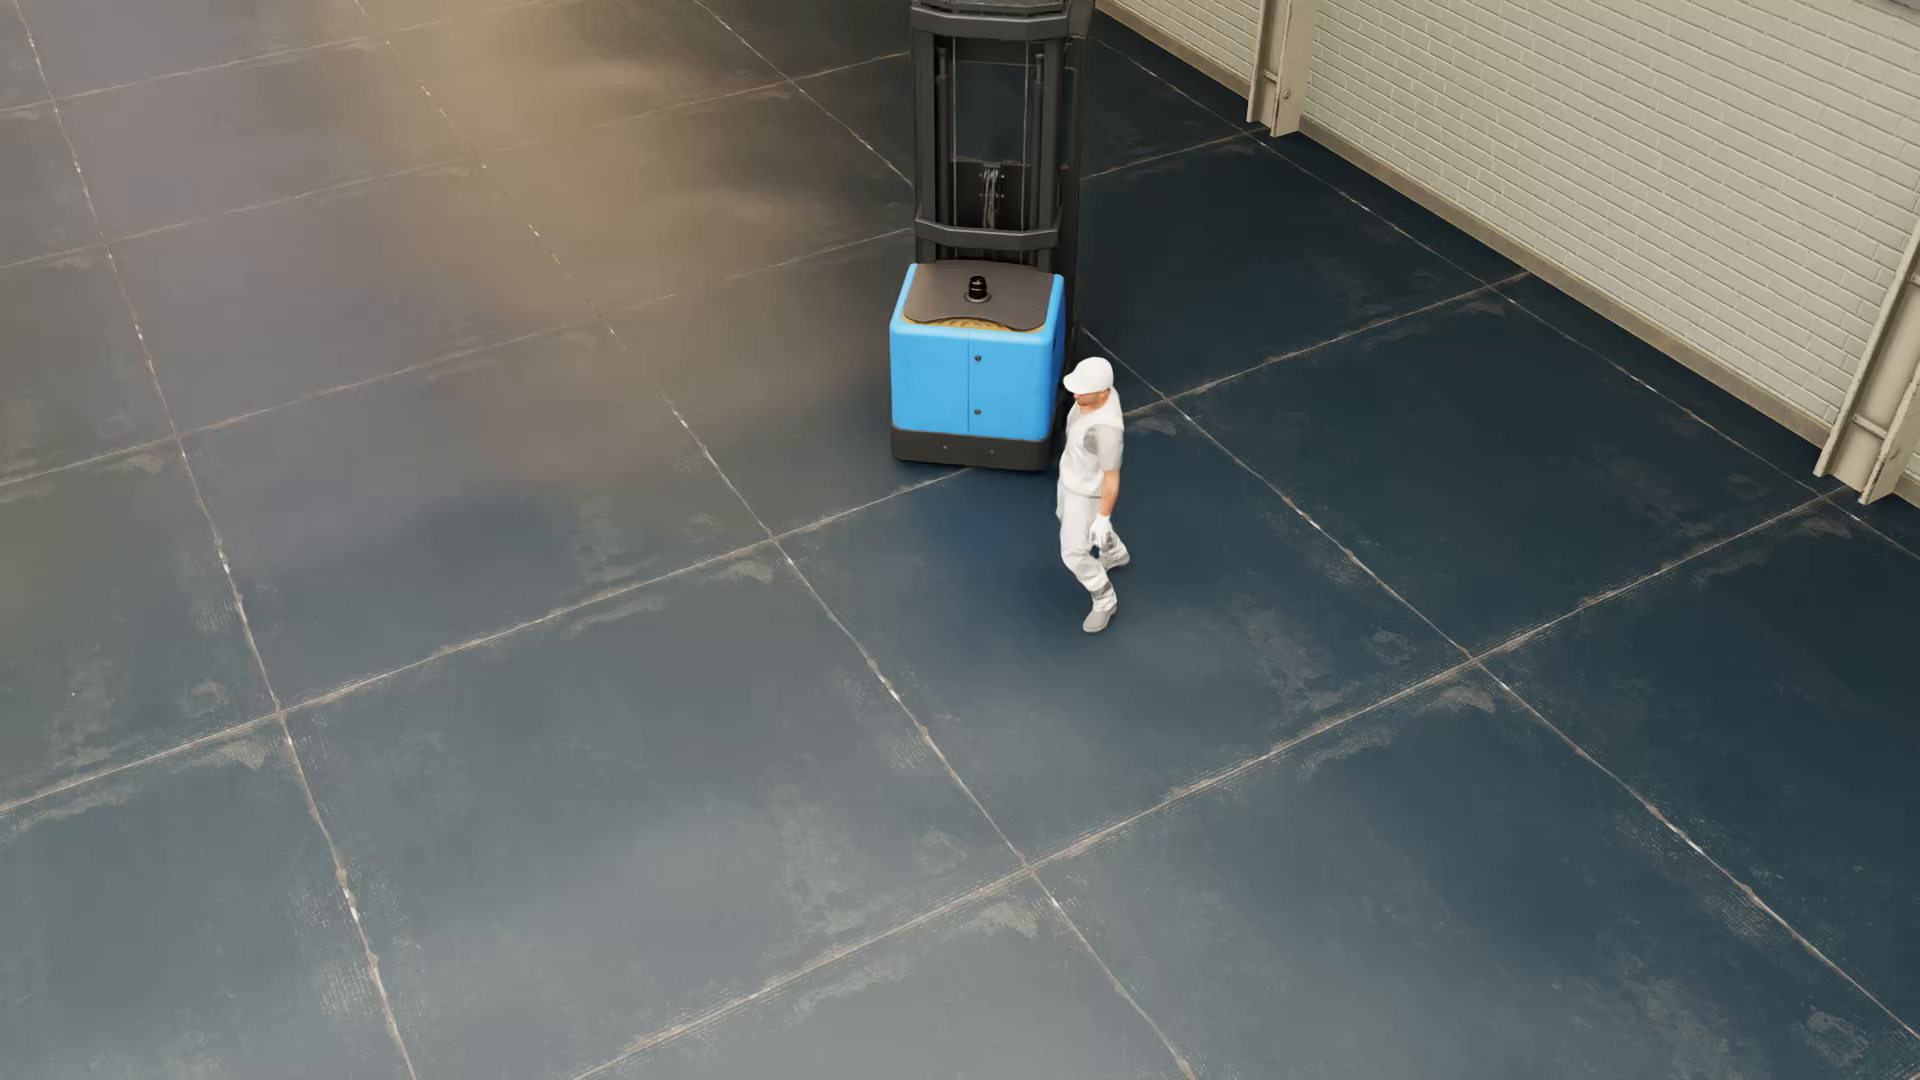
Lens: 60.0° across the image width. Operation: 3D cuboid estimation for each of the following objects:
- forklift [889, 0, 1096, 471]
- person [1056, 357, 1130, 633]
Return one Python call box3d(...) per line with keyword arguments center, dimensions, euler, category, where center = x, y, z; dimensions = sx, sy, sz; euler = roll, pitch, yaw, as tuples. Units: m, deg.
box3d(center=(0.274, -2.512, 11.064), dimensions=(1.130, 2.935, 3.031), euler=(5, 40, 6), category="forklift")
box3d(center=(0.792, -0.391, 9.471), dimensions=(0.496, 1.702, 0.894), euler=(-2, 40, -2), category="person")
